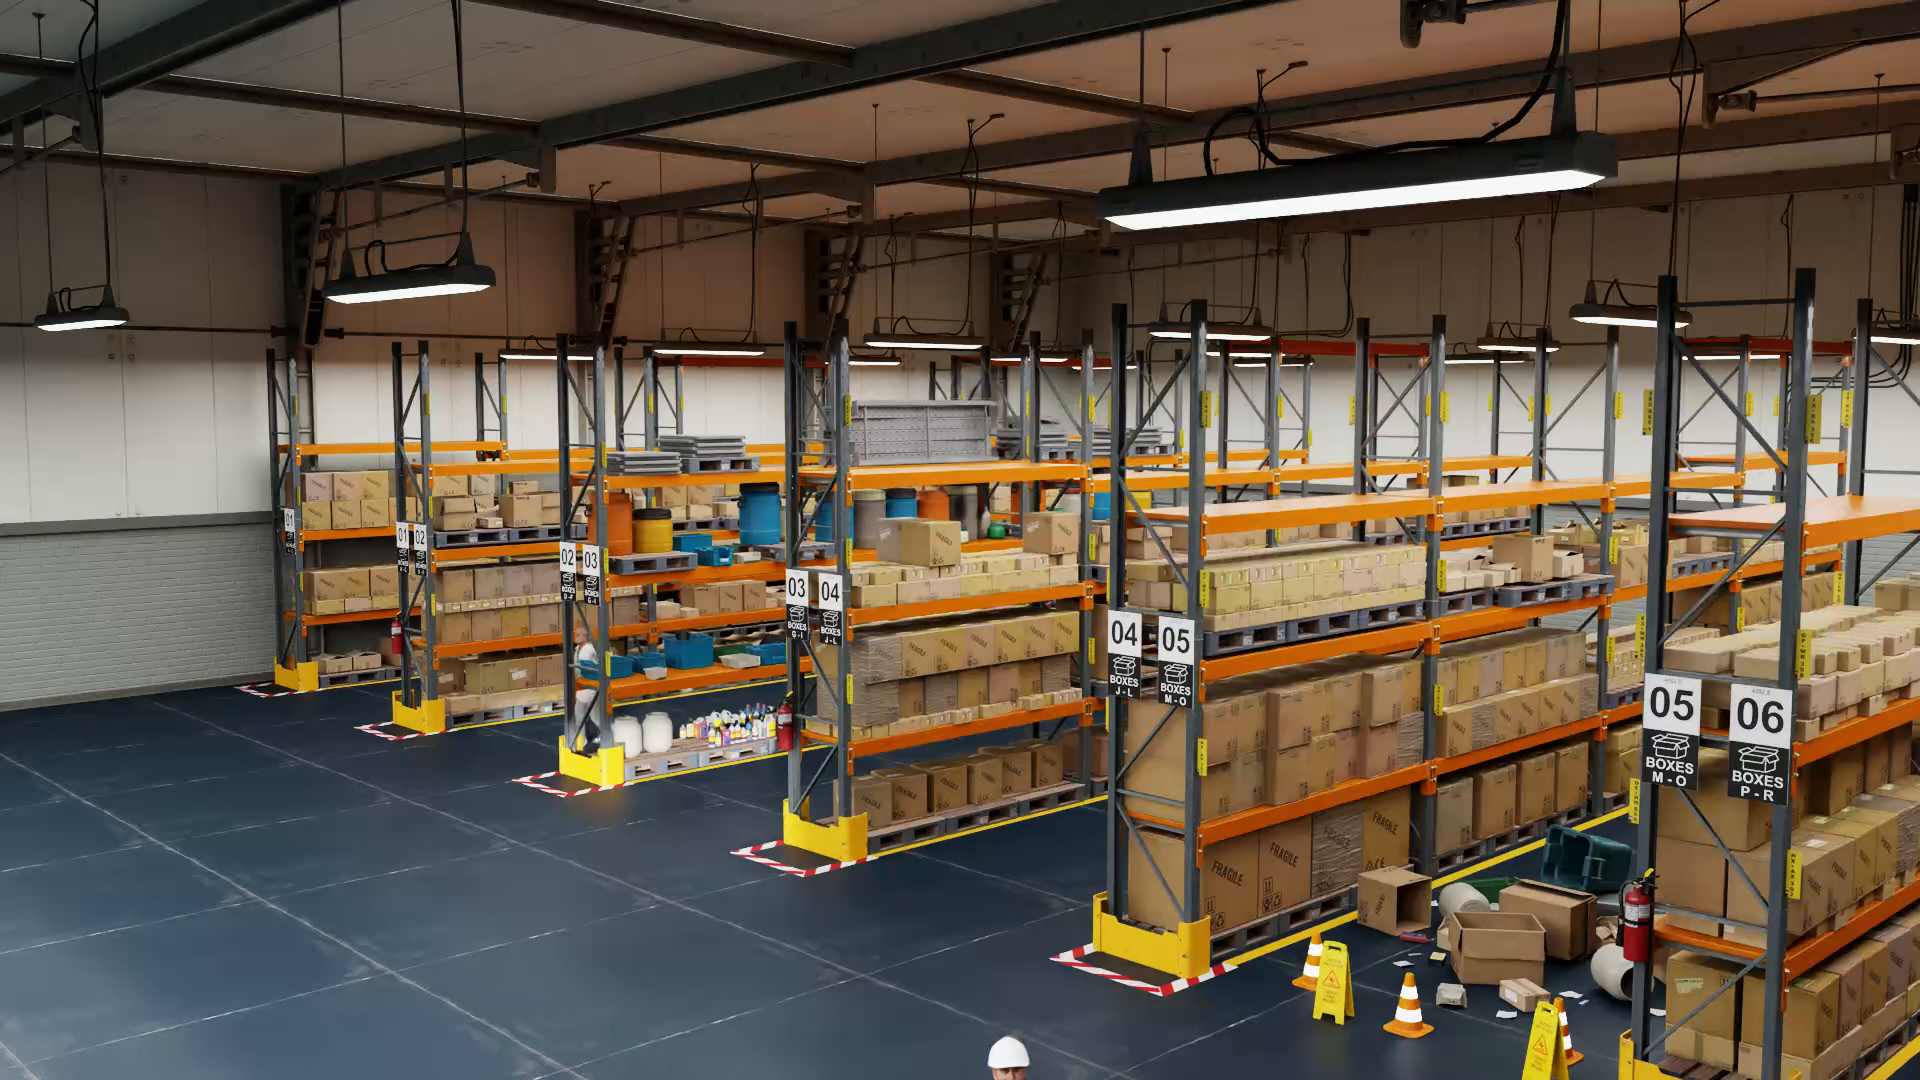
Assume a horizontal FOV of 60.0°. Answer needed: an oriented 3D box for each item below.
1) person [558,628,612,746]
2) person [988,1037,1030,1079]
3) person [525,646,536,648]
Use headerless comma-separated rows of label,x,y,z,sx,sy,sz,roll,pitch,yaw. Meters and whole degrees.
person,-5.376,2.192,24.180,0.984,1.837,0.727,-5,7,-42
person,0.266,3.507,8.807,0.662,1.772,0.954,0,5,-5
person,-7.548,1.801,29.107,0.608,1.647,0.880,4,6,40
